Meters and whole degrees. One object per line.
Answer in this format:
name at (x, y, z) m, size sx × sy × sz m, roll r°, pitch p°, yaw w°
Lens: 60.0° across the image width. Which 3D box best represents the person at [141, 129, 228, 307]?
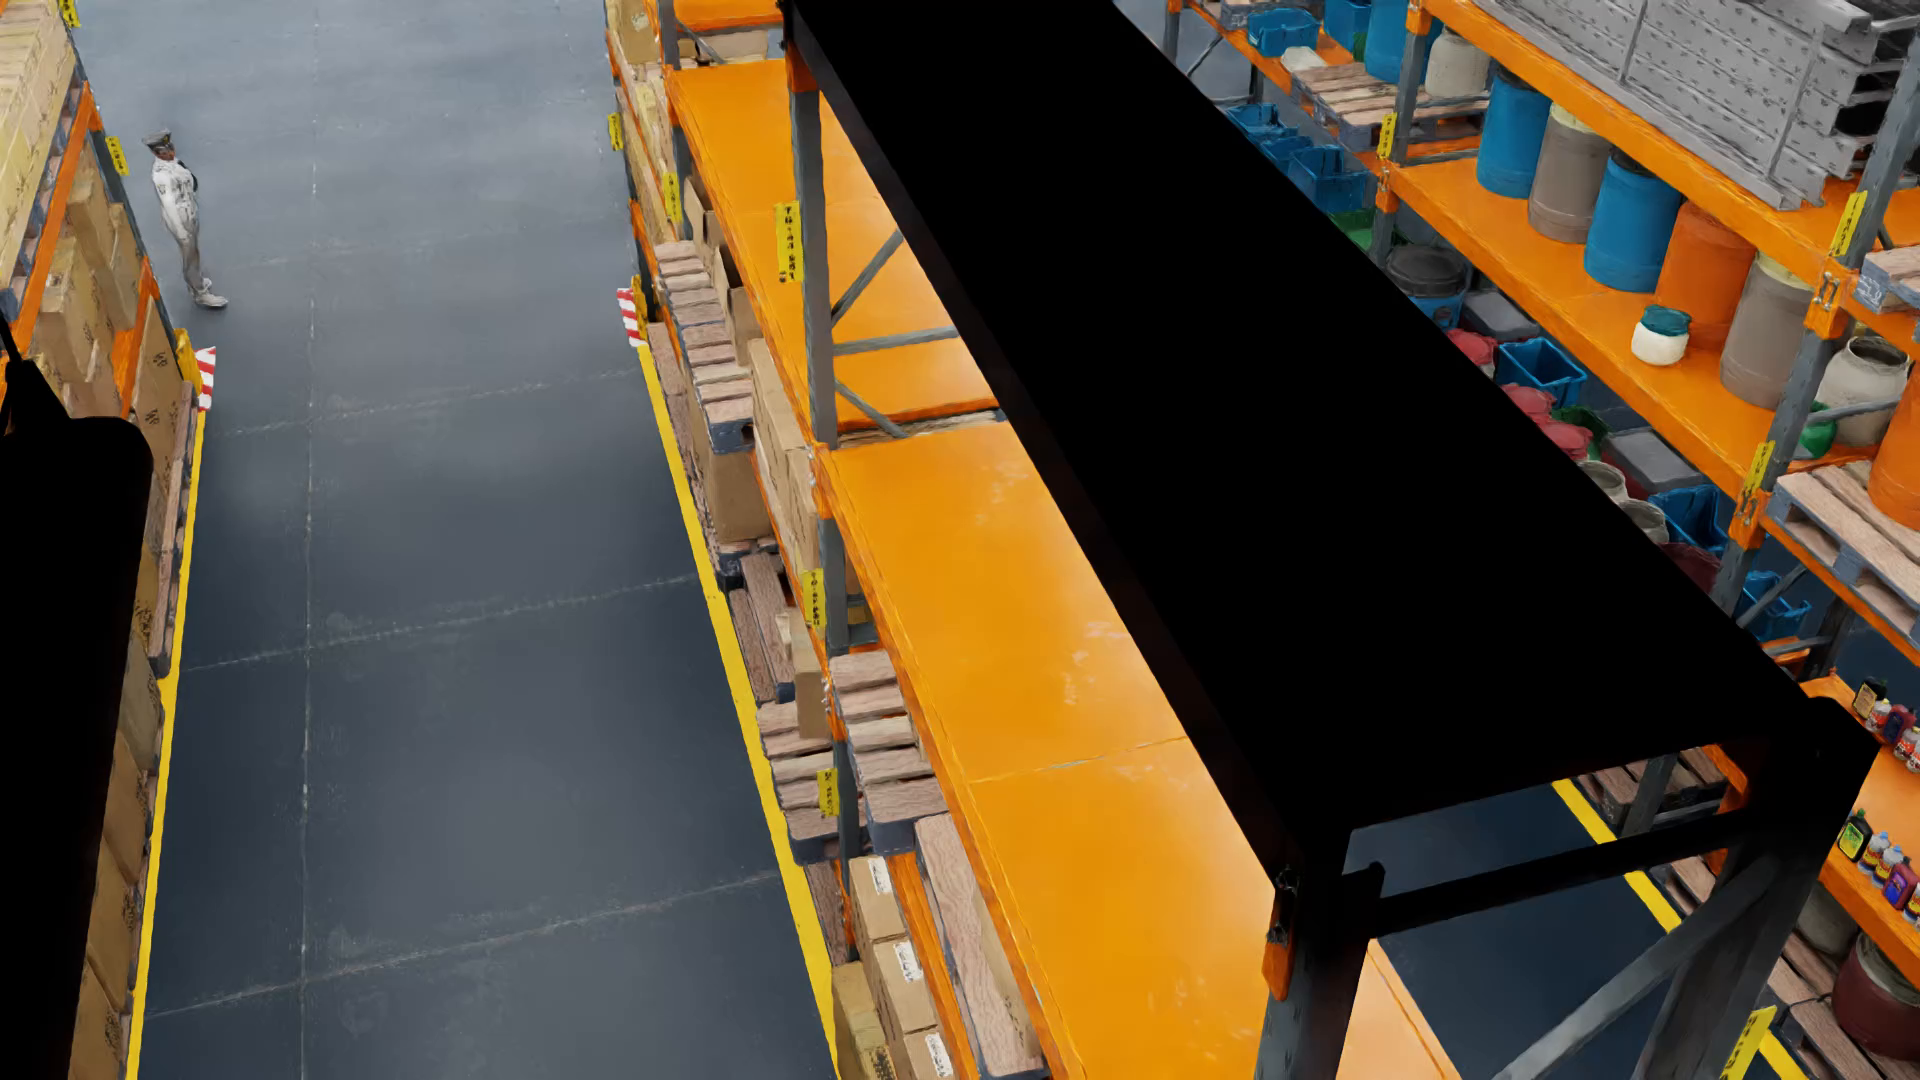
person at (-7.096, -2.953, 15.196) m, size 0.380 × 1.667 × 0.587 m, roll -8°, pitch 39°, yaw -10°
